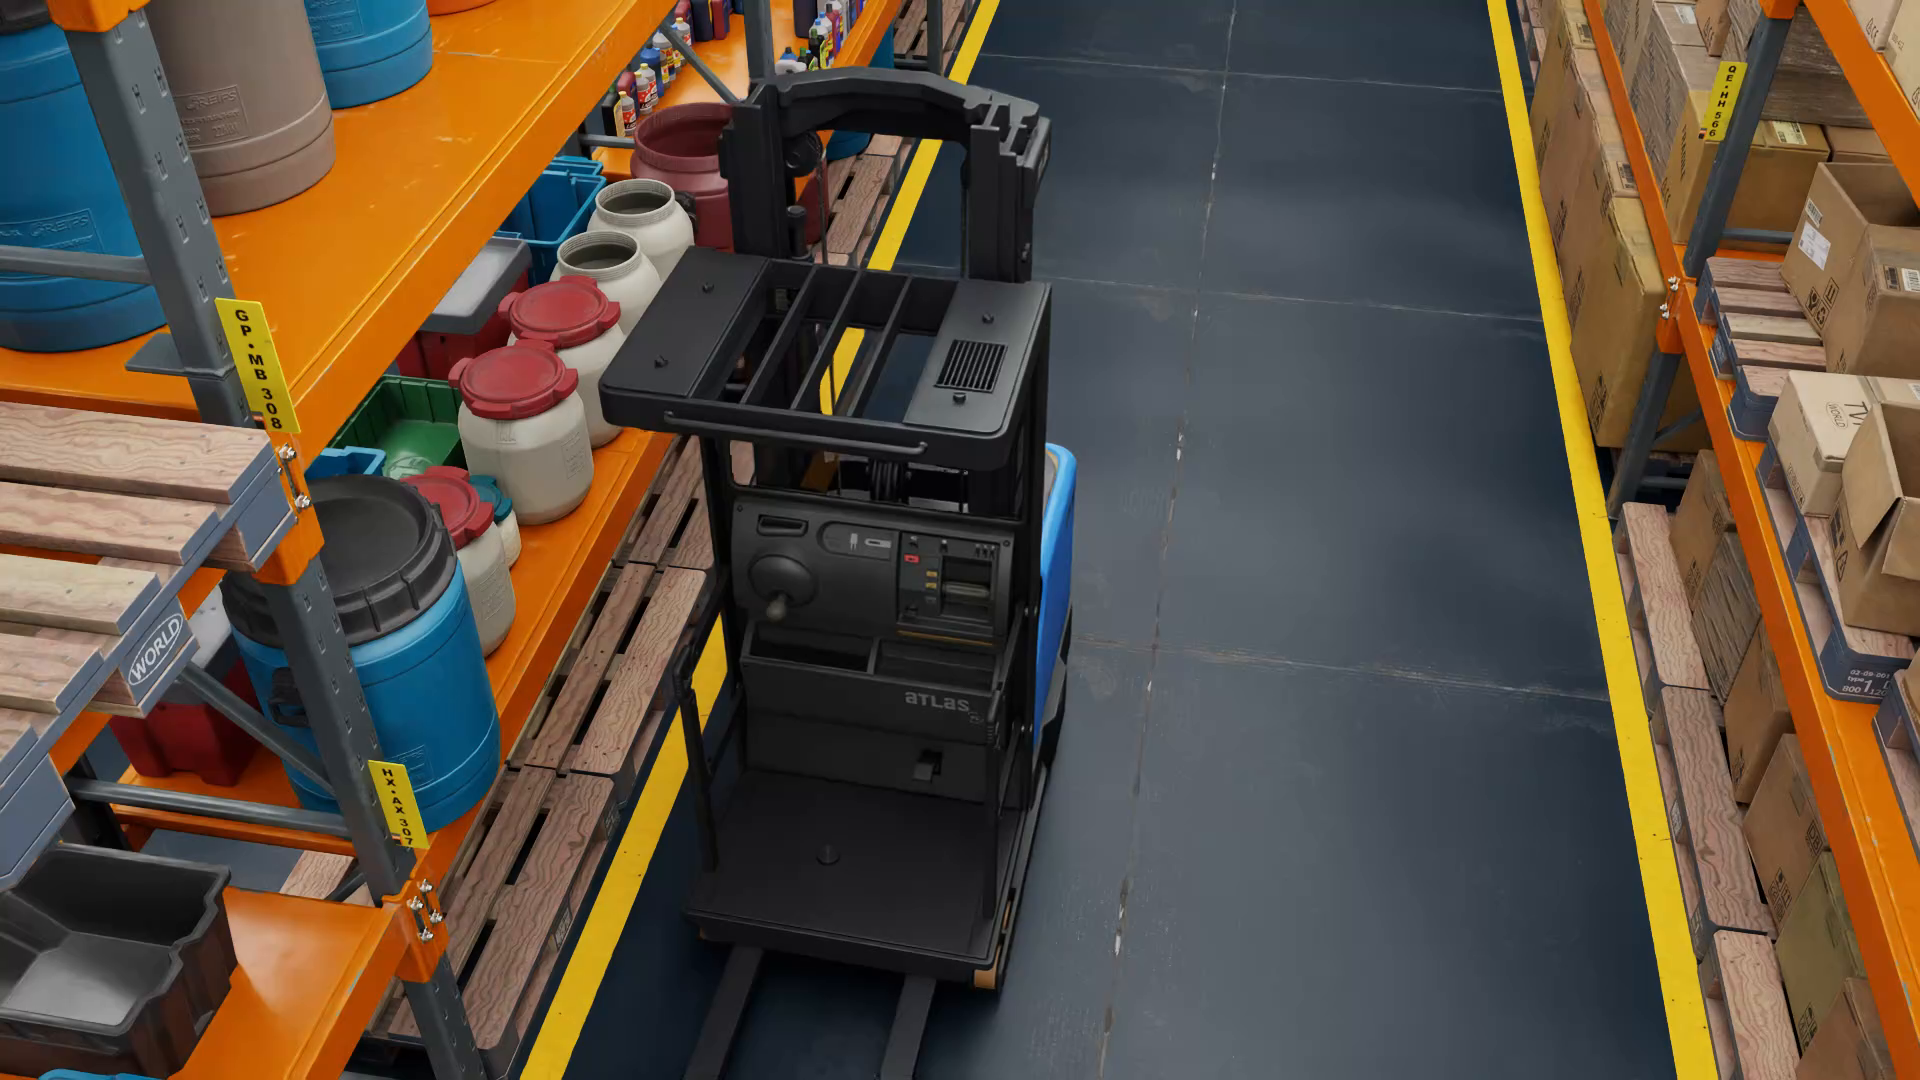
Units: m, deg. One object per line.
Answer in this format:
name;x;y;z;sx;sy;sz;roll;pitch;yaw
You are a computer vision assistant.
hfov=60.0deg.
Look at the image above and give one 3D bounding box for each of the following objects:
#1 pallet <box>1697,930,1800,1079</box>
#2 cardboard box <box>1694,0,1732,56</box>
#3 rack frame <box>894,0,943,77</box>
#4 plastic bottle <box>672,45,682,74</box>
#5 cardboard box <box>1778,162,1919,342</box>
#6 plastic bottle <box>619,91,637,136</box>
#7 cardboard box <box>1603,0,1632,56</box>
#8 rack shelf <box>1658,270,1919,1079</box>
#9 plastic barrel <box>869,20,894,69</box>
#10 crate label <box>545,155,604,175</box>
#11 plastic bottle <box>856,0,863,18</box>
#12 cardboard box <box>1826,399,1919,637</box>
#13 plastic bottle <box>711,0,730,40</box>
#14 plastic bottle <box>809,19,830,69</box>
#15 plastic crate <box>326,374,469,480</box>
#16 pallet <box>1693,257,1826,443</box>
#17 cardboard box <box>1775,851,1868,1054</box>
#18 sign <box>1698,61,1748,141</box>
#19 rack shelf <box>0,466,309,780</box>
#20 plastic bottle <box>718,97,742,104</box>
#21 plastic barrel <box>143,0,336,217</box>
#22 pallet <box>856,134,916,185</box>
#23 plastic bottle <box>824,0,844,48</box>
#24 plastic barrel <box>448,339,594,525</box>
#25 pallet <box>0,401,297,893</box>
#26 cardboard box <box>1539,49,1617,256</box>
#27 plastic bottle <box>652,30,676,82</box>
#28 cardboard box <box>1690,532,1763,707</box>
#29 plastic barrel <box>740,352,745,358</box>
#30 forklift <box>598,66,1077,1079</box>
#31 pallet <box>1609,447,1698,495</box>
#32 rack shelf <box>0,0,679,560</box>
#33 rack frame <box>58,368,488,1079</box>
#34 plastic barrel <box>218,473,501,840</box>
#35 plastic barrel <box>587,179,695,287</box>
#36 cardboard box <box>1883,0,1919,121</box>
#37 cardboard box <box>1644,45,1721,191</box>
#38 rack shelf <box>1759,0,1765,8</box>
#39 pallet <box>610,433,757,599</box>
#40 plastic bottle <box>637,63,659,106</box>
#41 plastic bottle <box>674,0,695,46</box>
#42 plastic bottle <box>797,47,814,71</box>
pallet;3.009;1.865;5.329;1.003;0.211;1.213;6;40;8
cardboard box;3.825;-2.522;7.581;0.797;0.503;0.637;7;40;9
rack frame;-0.619;-4.288;10.582;1.000;3.000;0.127;6;40;8
plastic bottle;-1.499;-2.523;8.603;0.097;0.201;0.097;0;40;0
cardboard box;3.513;-1.089;6.305;0.500;0.500;0.500;2;40;2
plastic bottle;-1.623;-2.072;8.059;0.097;0.201;0.097;0;40;0
cardboard box;3.761;-2.890;8.813;0.500;0.500;0.500;6;40;7
rack shelf;3.221;0.301;5.597;1.077;0.370;4.000;6;40;8
plastic barrel;-0.729;-3.302;10.707;0.600;0.901;0.708;6;40;8
crate label;-1.753;-1.490;7.330;0.303;0.233;0.416;6;40;8
plastic bottle;-0.577;-3.034;9.157;0.061;0.283;0.133;6;40;8
cardboard box;3.084;-0.021;5.011;0.797;0.503;0.637;10;41;12
plastic bottle;-1.289;-2.851;8.936;0.061;0.283;0.133;6;40;8
plastic bottle;-0.727;-2.553;8.584;0.097;0.271;0.097;0;40;0
plastic crate;-1.980;-0.310;5.937;0.450;0.188;0.662;6;40;8
pallet;3.549;-0.699;6.391;1.213;0.211;1.003;6;40;8
cardboard box;3.104;1.392;5.328;0.700;0.500;0.500;6;40;7
sign;3.020;-1.737;6.588;0.100;0.325;0.005;6;40;8
rack shelf;-2.349;1.109;2.265;1.077;0.370;4.000;6;40;8
plastic bottle;-1.067;-1.983;7.891;0.152;0.276;0.135;6;40;8
plastic barrel;-2.015;-1.370;4.306;0.600;0.901;0.600;0;40;0
pallet;-0.793;-2.734;10.891;1.003;0.211;1.213;6;40;8
plastic bottle;-0.671;-2.759;8.833;0.097;0.271;0.097;0;40;0
plastic barrel;-1.494;-0.356;5.720;0.433;0.535;0.433;0;40;0
pallet;-2.032;0.113;3.053;1.213;0.211;1.003;6;40;8
cardboard box;4.015;-2.120;9.298;1.225;0.875;0.875;5;40;6
plastic bottle;-1.516;-2.489;8.507;0.097;0.271;0.097;0;40;0
cardboard box;3.388;0.334;6.608;0.700;0.500;0.500;3;40;4
plastic barrel;-1.243;-1.412;8.477;0.600;0.830;0.708;6;40;8
forklift;-0.330;0.184;5.228;1.130;2.935;3.031;7;40;9
pallet;3.778;-0.643;8.362;1.003;0.211;1.213;6;40;8
rack shelf;-1.657;-1.401;5.301;1.077;0.370;4.000;6;40;8
rack frame;-2.003;0.733;4.510;1.000;3.000;0.127;6;40;8
plastic barrel;-1.638;0.330;4.603;0.600;0.901;0.708;6;40;8
plastic barrel;-1.278;-1.152;6.701;0.421;0.512;0.421;0;40;0
cardboard box;3.067;-1.417;4.874;0.500;0.250;0.500;7;40;9
cardboard box;3.501;-1.919;7.639;0.500;0.500;0.500;6;40;7
rack shelf;3.914;-3.366;7.677;1.077;0.370;4.000;6;40;8
pallet;-1.483;-0.221;7.852;1.003;0.211;1.213;6;40;8
plastic bottle;-1.566;-2.278;8.308;0.097;0.201;0.097;0;40;0
plastic bottle;-1.463;-2.751;8.815;0.061;0.283;0.133;6;40;8
plastic bottle;-0.769;-2.338;8.315;0.061;0.283;0.133;6;40;8
